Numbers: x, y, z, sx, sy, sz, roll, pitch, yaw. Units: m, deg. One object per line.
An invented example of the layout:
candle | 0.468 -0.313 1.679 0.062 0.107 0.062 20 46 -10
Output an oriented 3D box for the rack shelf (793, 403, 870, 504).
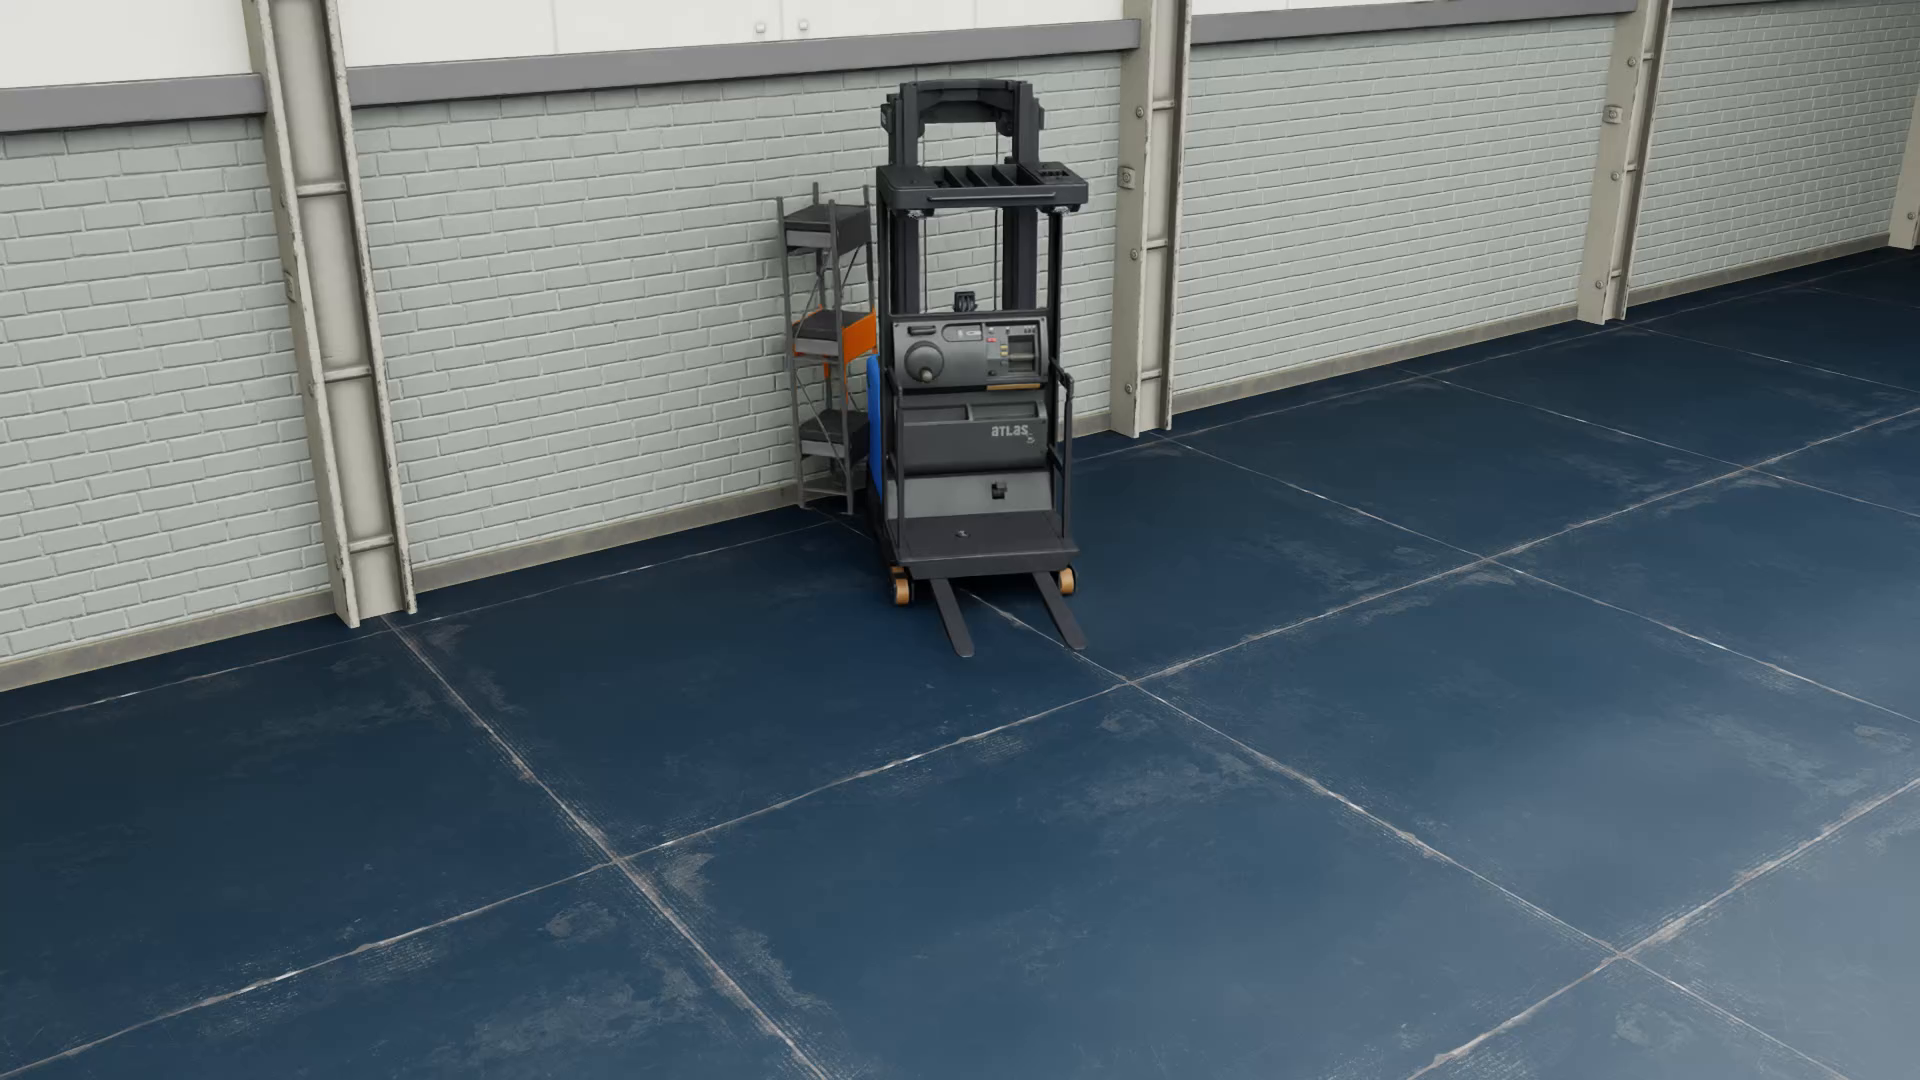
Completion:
rack shelf | -0.813 -0.590 11.233 0.431 0.518 0.480 7 24 22

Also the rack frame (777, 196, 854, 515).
rack frame | -0.930 -1.160 10.753 0.400 2.100 0.015 7 24 22

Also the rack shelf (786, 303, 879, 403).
rack shelf | -0.835 -1.237 10.965 0.431 0.518 0.480 7 24 22

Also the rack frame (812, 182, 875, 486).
rack frame | -0.741 -1.338 11.167 0.400 2.100 0.015 7 24 22

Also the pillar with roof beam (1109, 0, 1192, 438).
pillar with roof beam | 3.930 -3.761 8.180 0.400 9.000 9.100 -15 26 -33

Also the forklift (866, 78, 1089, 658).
forklift | 0.100 -1.112 9.728 1.130 2.935 3.031 -3 22 -8

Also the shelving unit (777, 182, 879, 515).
shelving unit | -0.835 -1.249 10.960 0.431 2.100 0.503 7 24 22

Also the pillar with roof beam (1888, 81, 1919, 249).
pillar with roof beam | 13.671 -6.358 14.689 0.400 9.000 9.100 -15 26 -33

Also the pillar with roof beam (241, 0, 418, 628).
pillar with roof beam | -0.940 -2.462 4.925 0.400 9.000 9.100 -15 26 -33

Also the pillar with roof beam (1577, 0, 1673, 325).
pillar with roof beam | 8.801 -5.060 11.435 0.400 9.000 9.100 -15 26 -33

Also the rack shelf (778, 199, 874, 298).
rack shelf | -0.857 -1.883 10.698 0.431 0.518 0.480 7 24 22
